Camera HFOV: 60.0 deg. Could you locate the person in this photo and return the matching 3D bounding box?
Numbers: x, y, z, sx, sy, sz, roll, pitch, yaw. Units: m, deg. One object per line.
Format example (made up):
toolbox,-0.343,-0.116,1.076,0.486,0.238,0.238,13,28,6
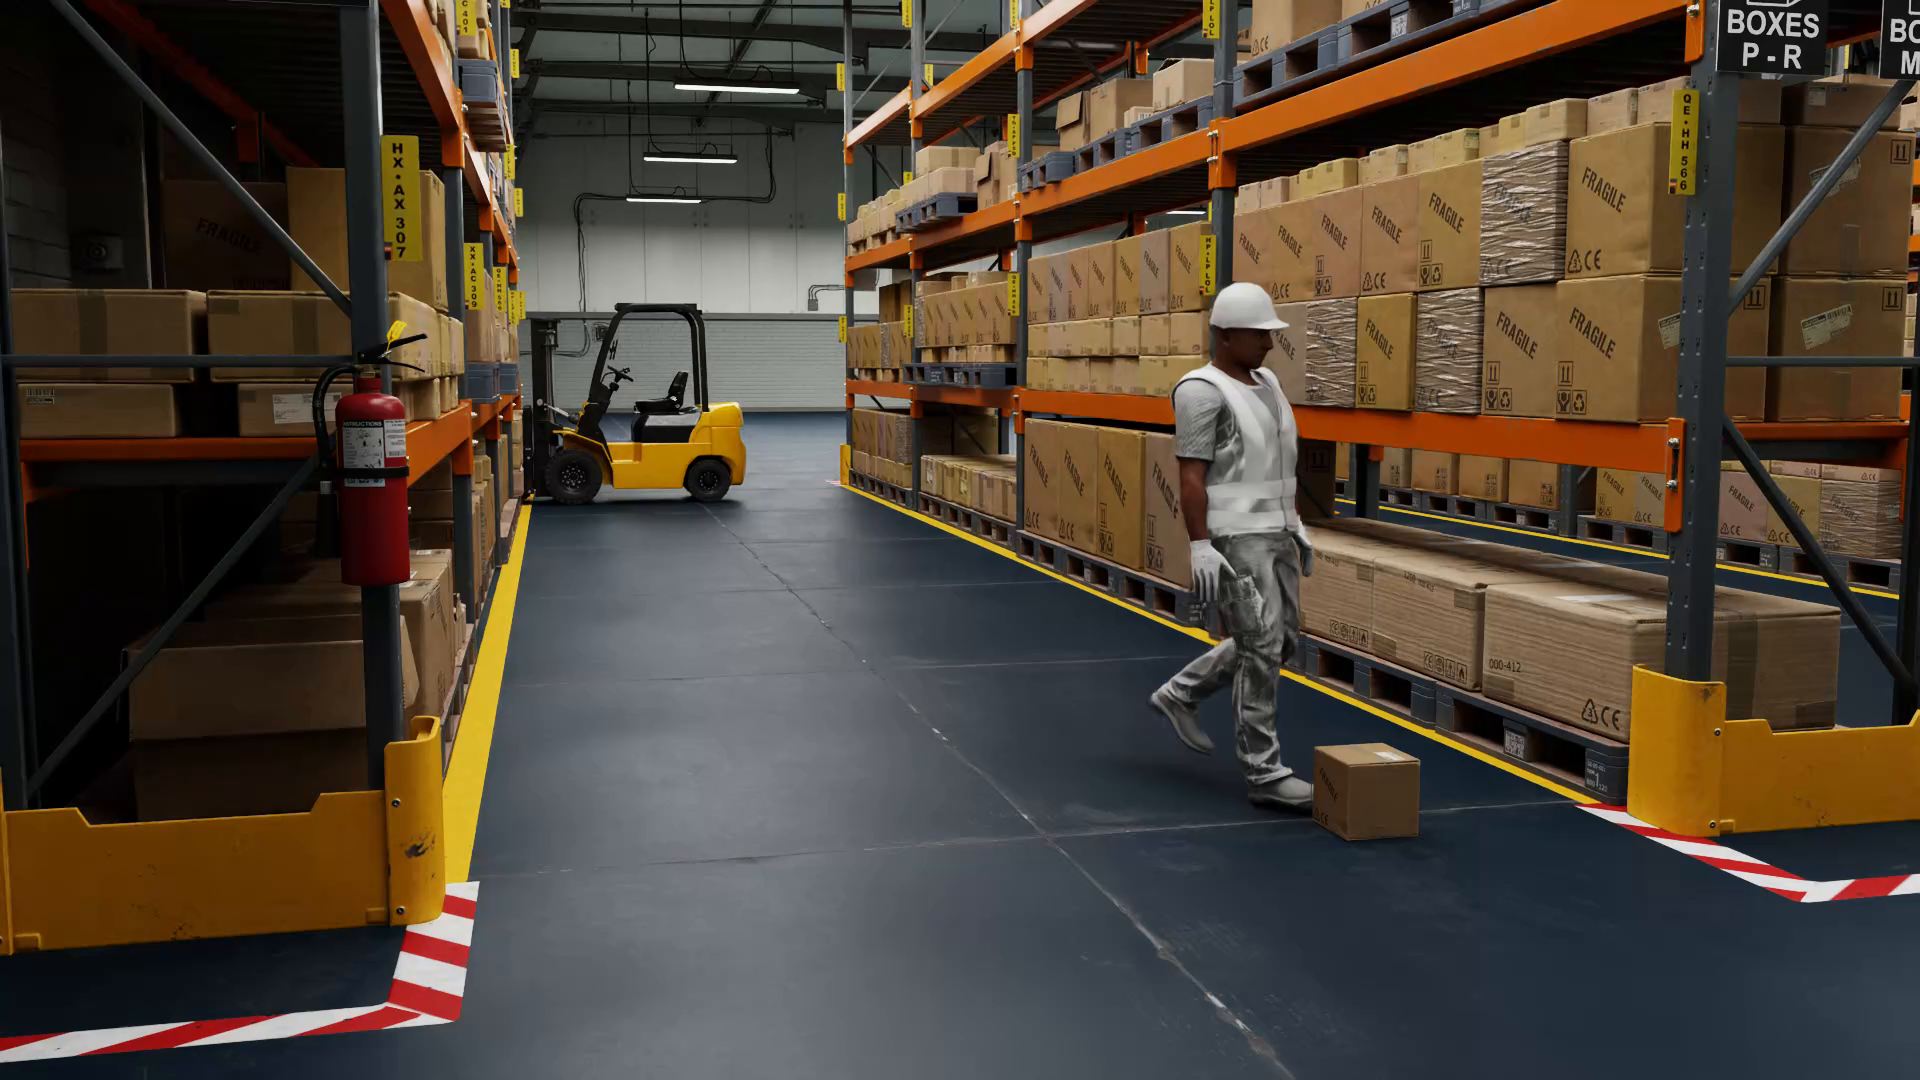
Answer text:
person,0.975,0.002,5.779,0.807,1.770,0.575,4,7,36
